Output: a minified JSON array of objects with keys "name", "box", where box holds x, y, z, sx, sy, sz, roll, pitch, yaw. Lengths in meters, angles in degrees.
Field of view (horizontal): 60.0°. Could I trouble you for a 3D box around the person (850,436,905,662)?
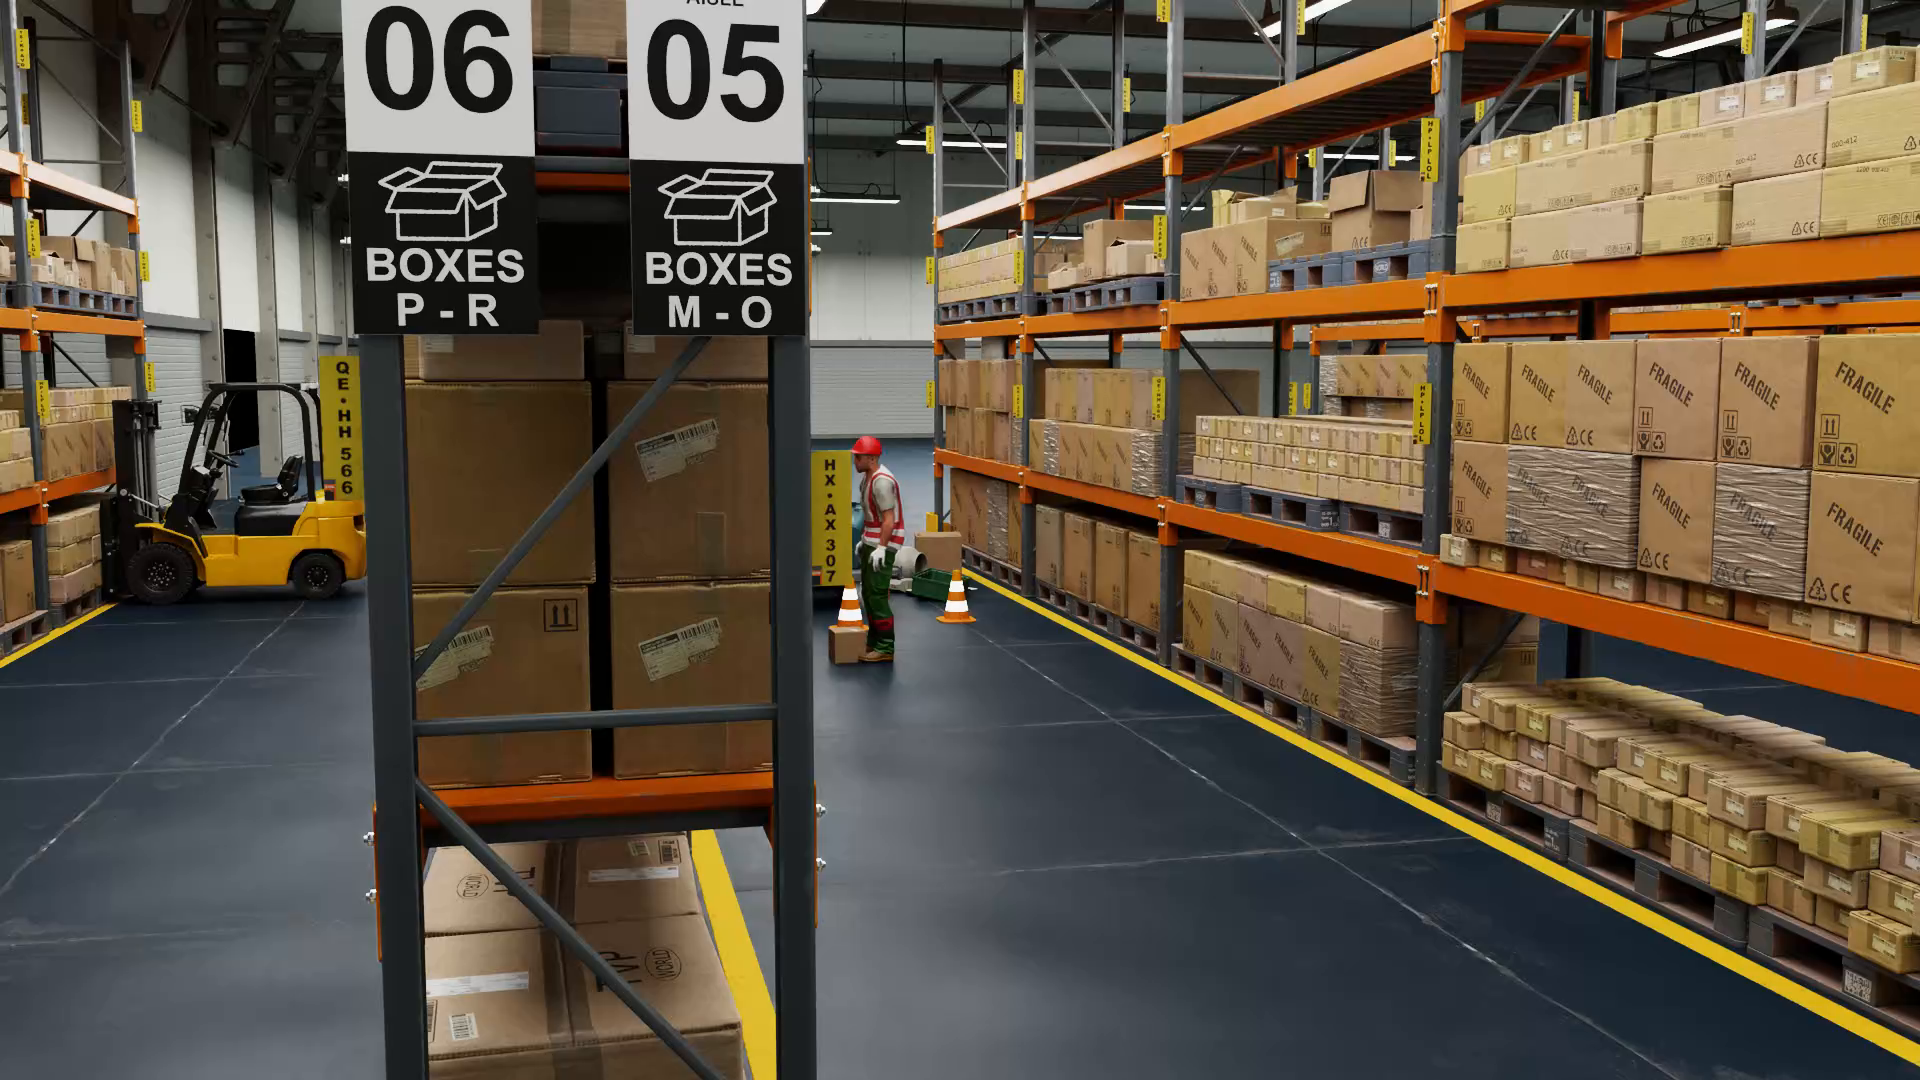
[{"name":"person","box":[-0.677,0.068,13.170,0.447,1.780,0.623,-2,6,-16]}]
